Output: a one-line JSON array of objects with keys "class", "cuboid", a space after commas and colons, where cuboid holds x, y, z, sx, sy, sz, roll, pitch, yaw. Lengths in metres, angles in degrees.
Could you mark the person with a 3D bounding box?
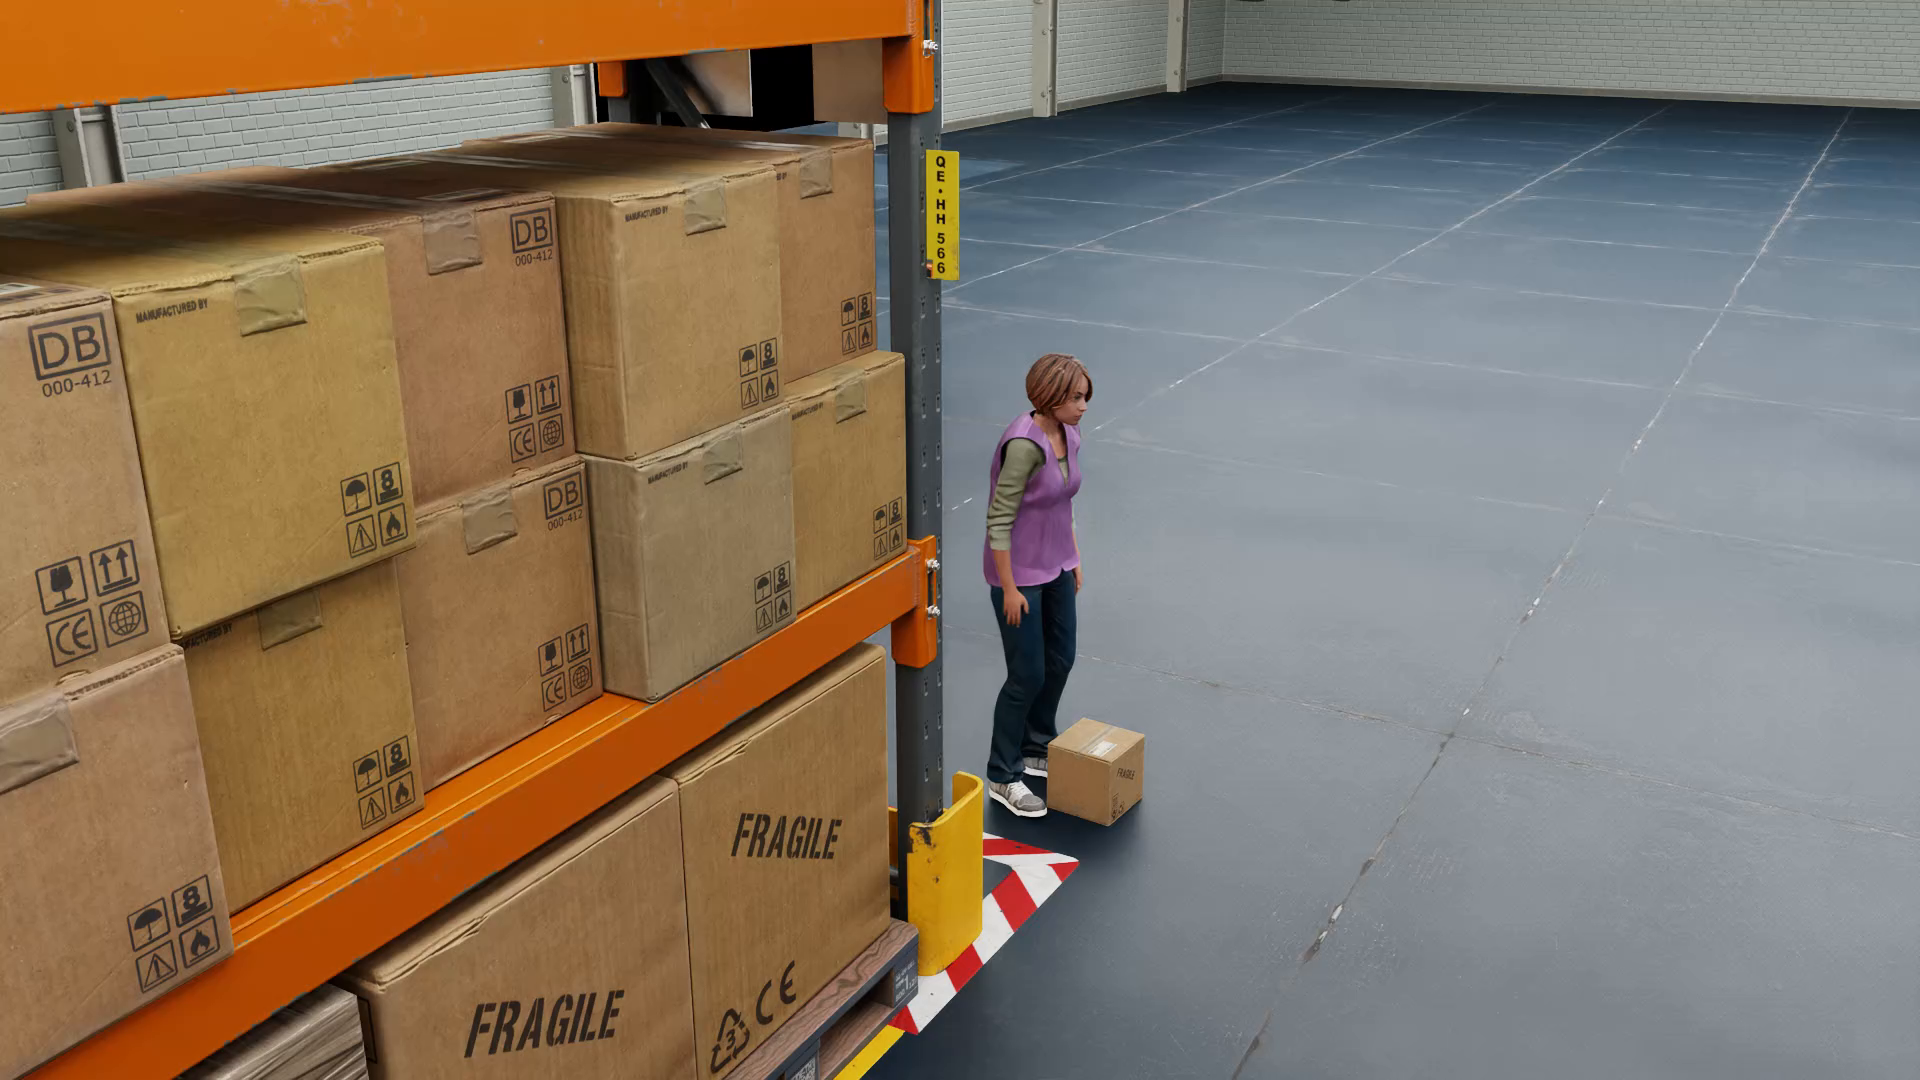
[{"class": "person", "cuboid": [0.266, 0.134, 5.714, 0.347, 1.593, 0.459, 13, 24, 32]}]
